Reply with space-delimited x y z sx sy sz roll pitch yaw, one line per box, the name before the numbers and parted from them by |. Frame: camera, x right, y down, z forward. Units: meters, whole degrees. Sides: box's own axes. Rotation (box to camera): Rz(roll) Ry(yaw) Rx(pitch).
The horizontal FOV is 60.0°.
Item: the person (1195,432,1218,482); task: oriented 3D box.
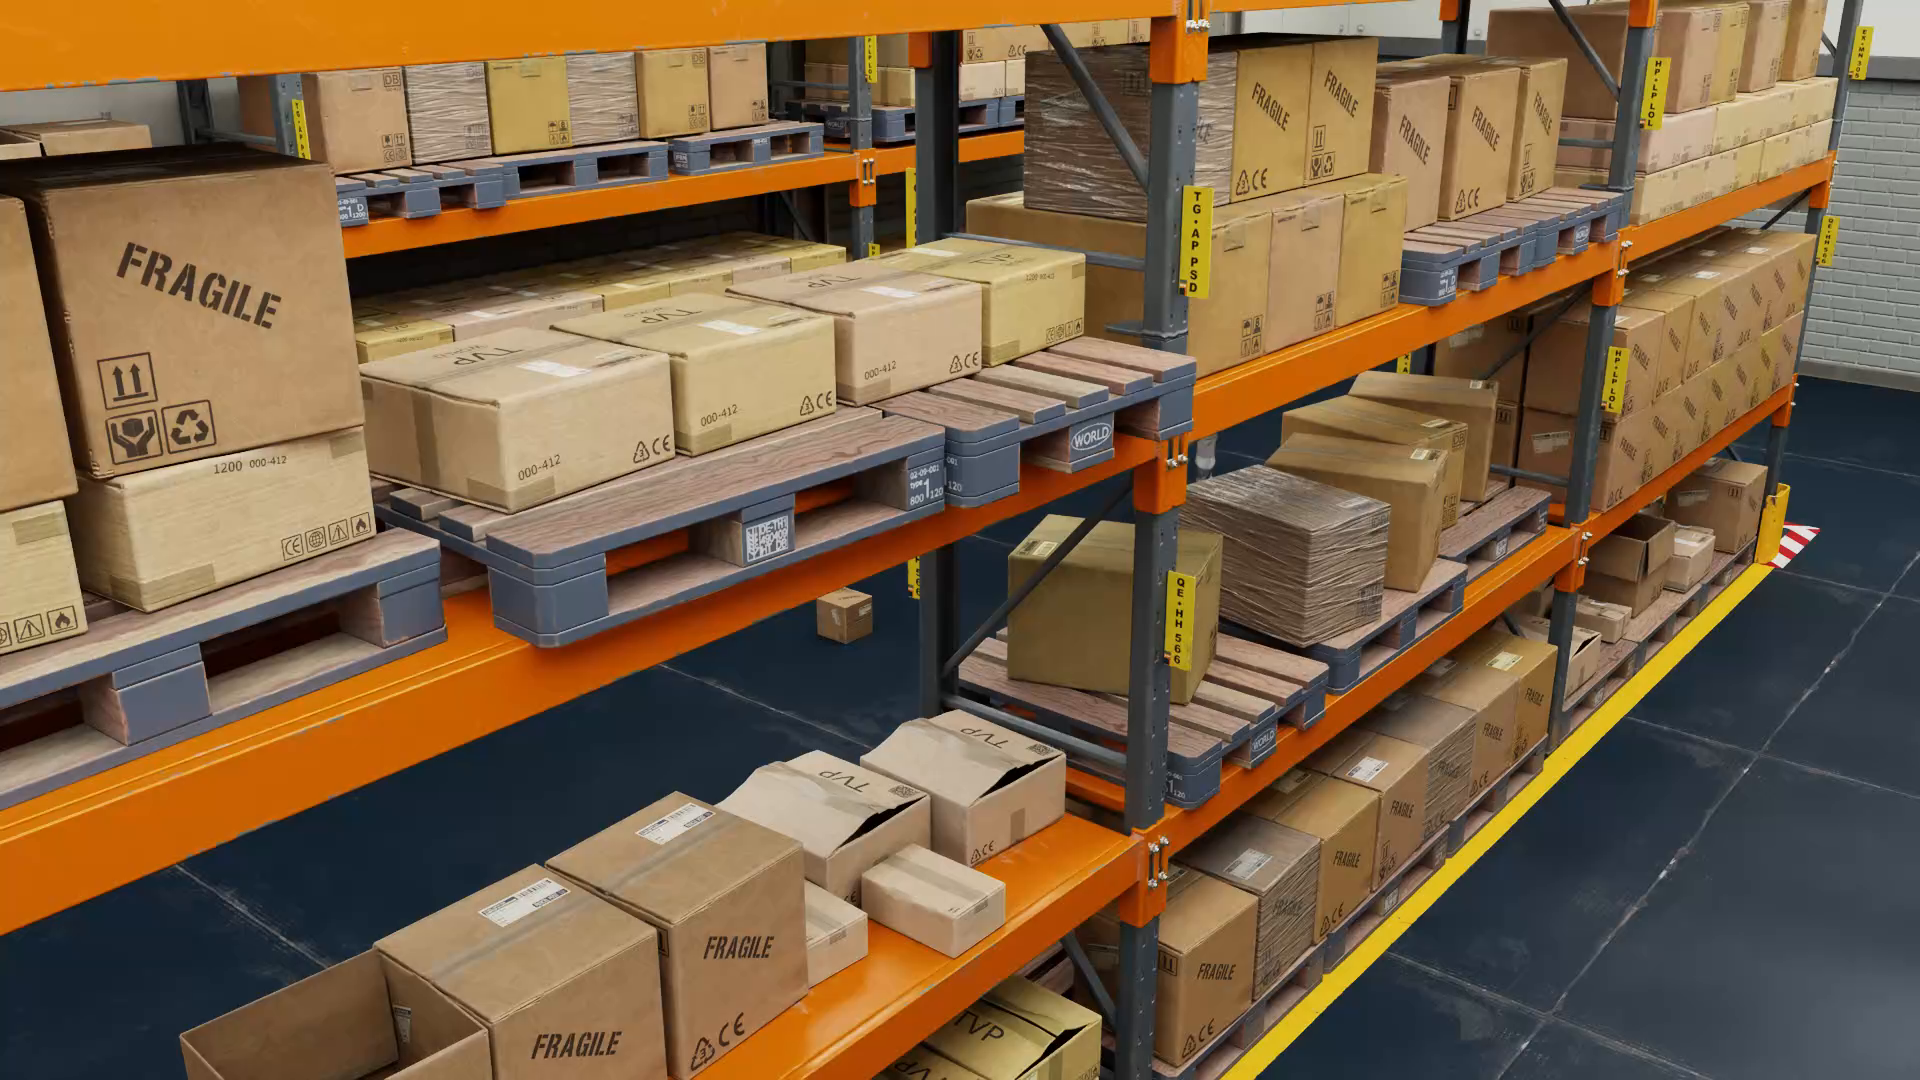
person | 1.727 -1.110 12.597 0.574 1.752 0.981 13 24 32
